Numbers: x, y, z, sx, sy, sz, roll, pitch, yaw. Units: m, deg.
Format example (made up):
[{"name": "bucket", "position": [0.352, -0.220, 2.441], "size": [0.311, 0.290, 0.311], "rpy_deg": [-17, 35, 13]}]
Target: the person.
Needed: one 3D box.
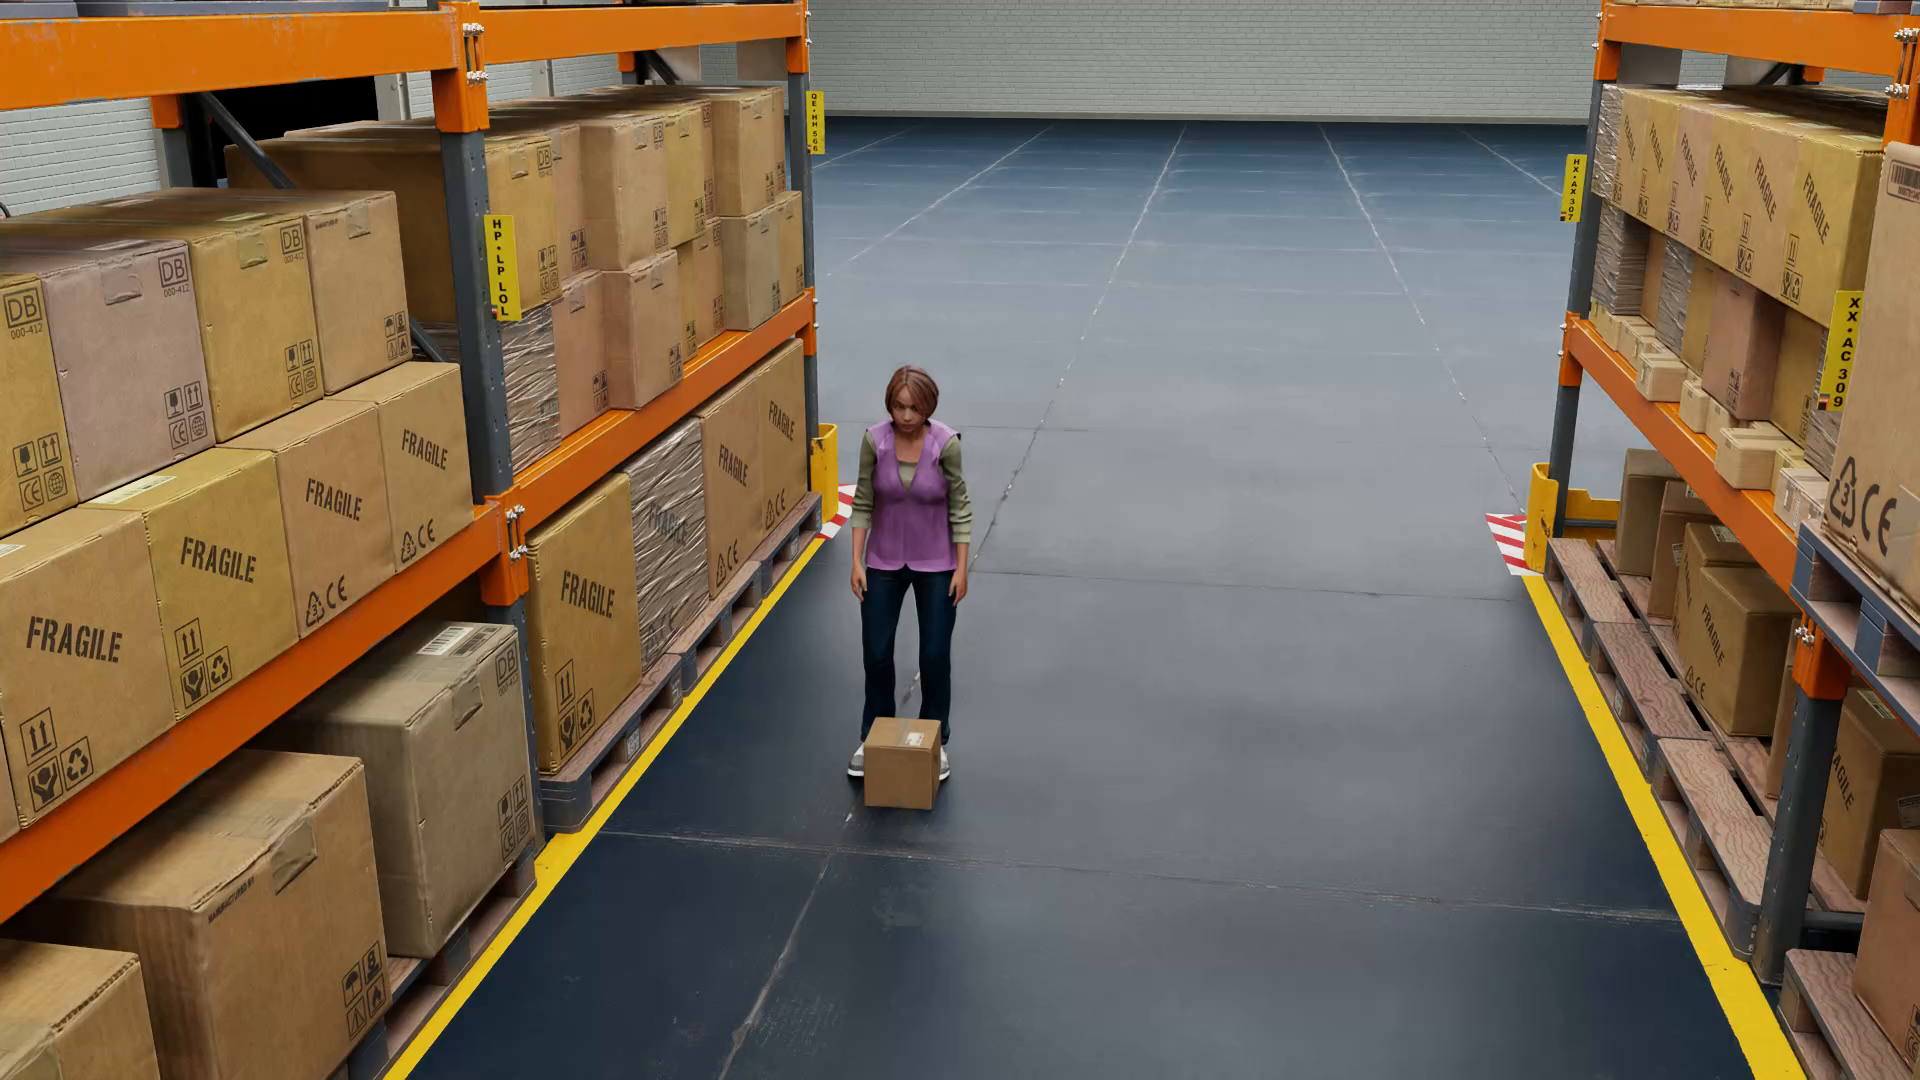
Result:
[{"name": "person", "position": [-0.187, 0.119, 6.213], "size": [0.464, 1.591, 0.343], "rpy_deg": [2, 18, 7]}]
